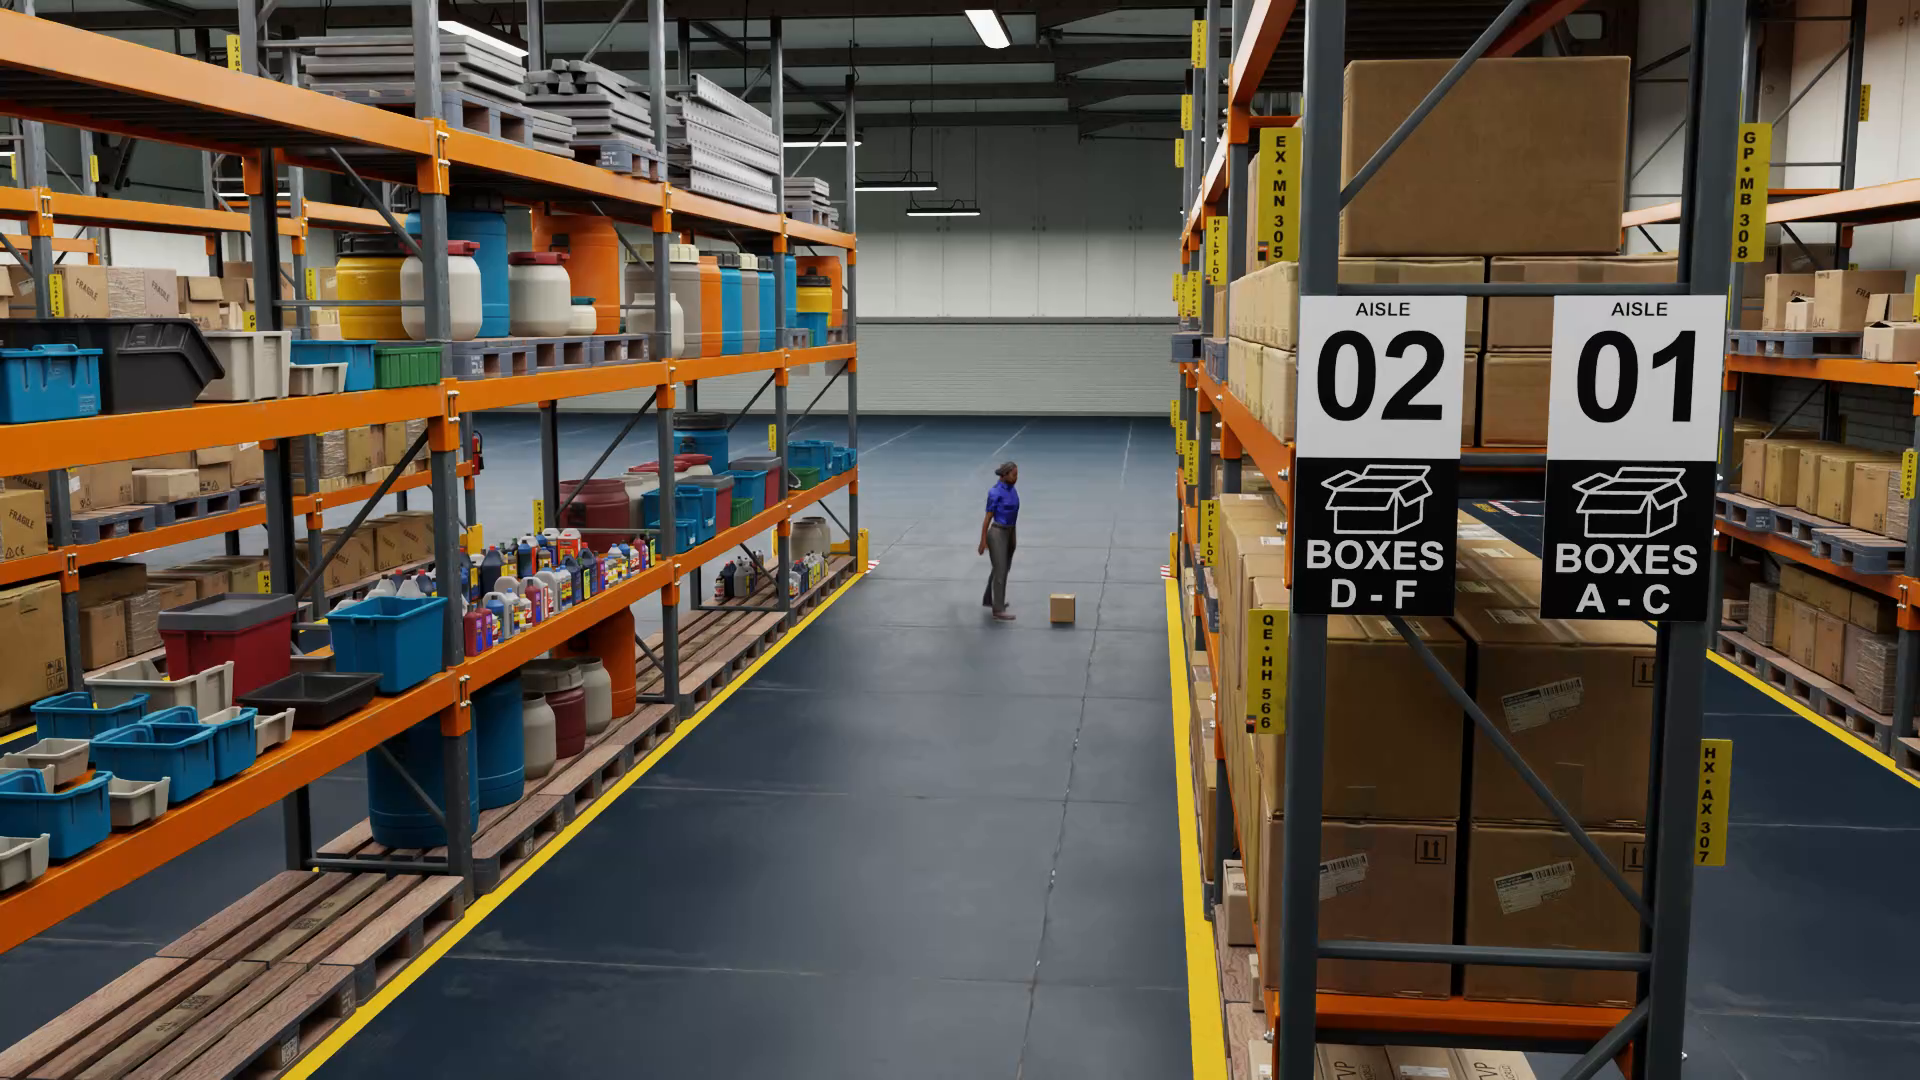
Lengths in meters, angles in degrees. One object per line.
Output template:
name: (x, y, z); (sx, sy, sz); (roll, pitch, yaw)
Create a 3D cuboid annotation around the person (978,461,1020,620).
person: (0.431, -0.025, 17.426); (0.652, 1.631, 0.683); (4, 9, 30)
